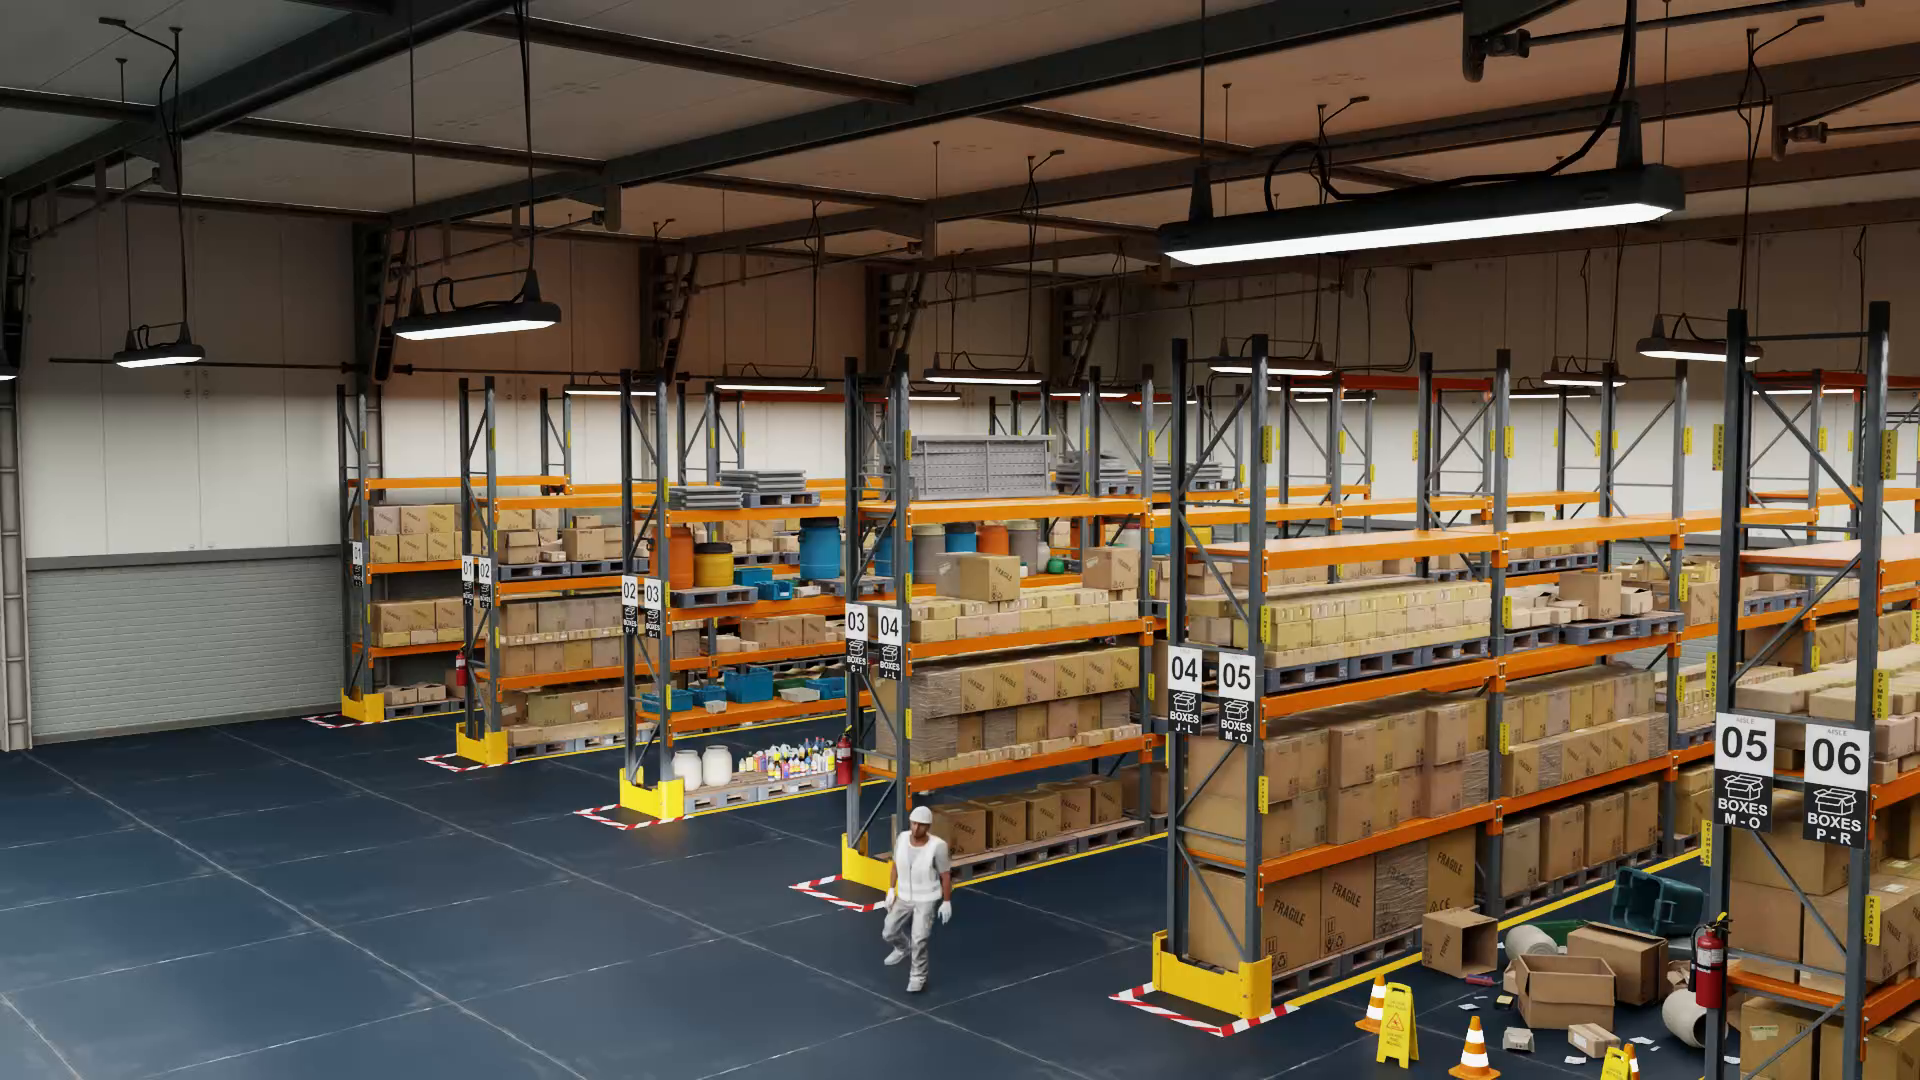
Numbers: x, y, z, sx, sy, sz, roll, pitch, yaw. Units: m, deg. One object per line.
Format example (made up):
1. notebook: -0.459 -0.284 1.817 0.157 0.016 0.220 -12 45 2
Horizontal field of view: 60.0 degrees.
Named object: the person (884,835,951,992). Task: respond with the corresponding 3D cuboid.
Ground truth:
1. person: -0.425 3.416 15.459 0.814 1.444 0.597 2 4 27
